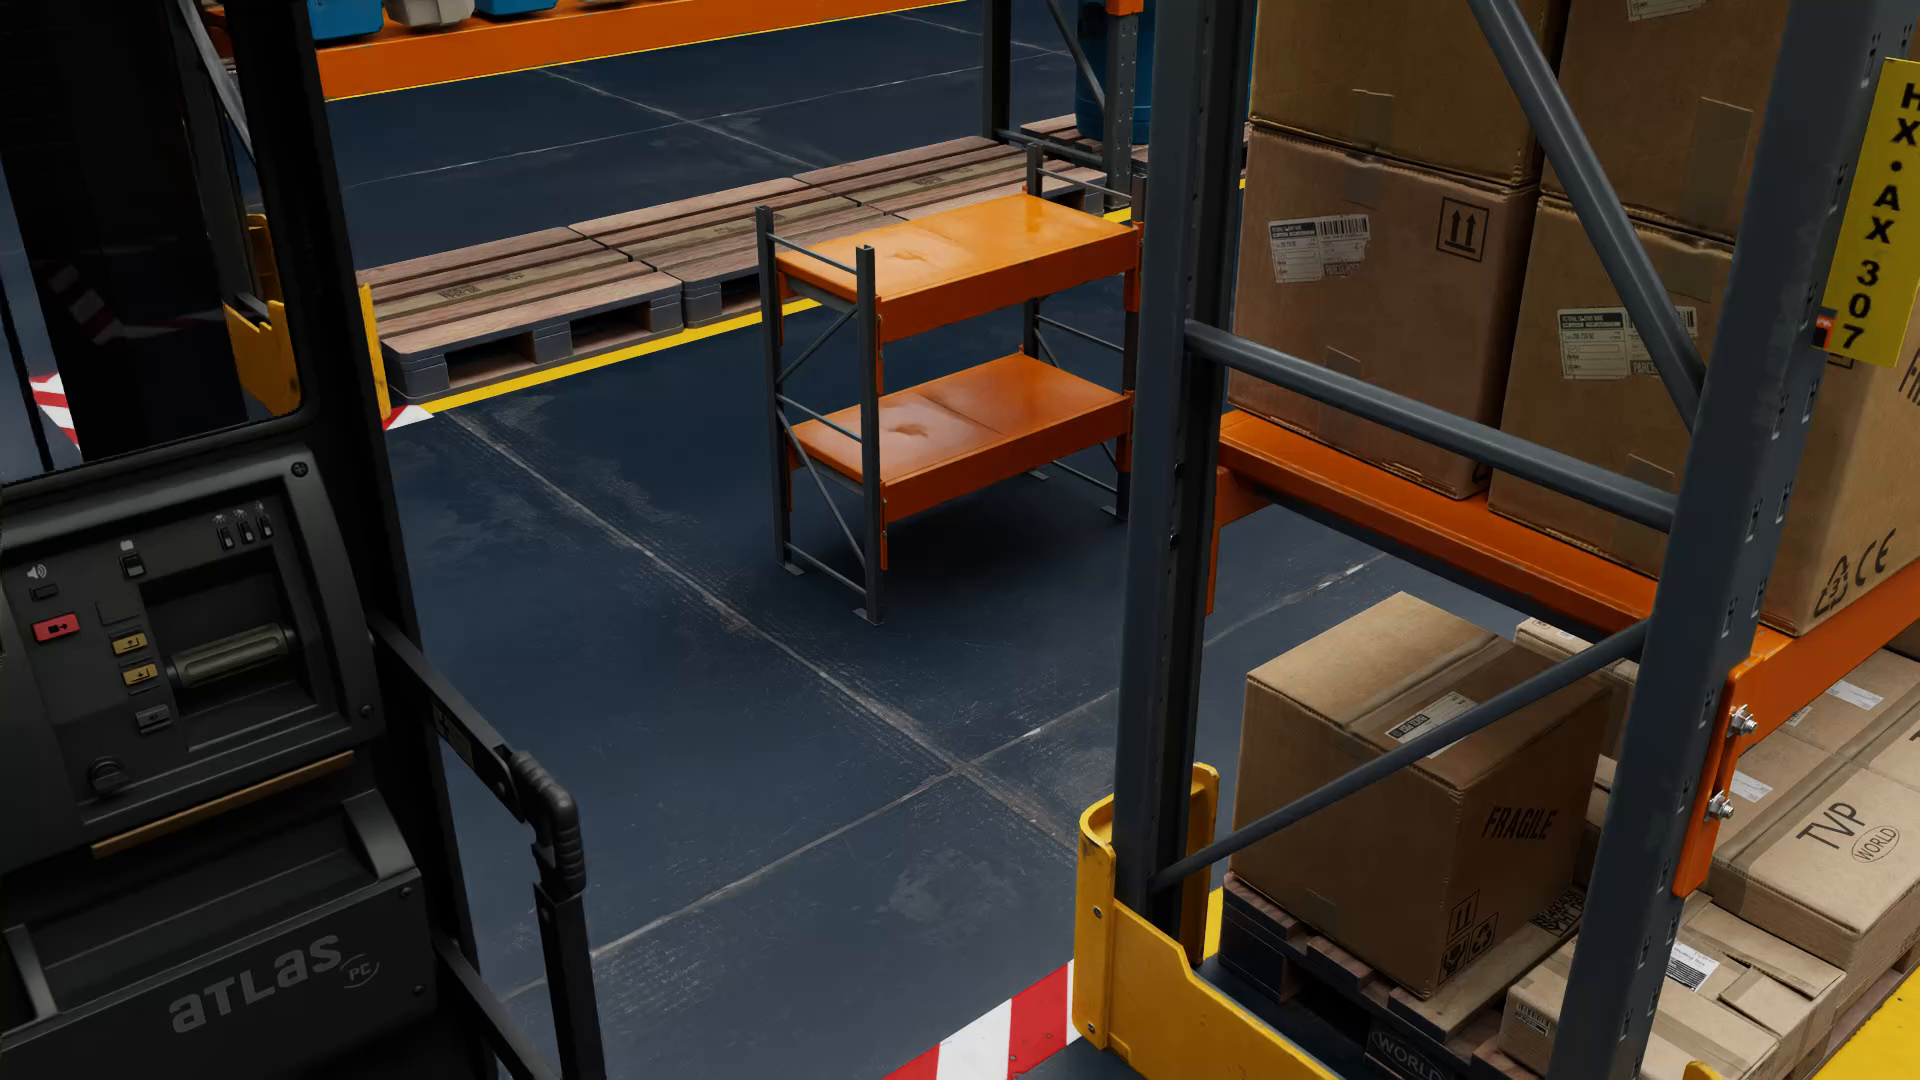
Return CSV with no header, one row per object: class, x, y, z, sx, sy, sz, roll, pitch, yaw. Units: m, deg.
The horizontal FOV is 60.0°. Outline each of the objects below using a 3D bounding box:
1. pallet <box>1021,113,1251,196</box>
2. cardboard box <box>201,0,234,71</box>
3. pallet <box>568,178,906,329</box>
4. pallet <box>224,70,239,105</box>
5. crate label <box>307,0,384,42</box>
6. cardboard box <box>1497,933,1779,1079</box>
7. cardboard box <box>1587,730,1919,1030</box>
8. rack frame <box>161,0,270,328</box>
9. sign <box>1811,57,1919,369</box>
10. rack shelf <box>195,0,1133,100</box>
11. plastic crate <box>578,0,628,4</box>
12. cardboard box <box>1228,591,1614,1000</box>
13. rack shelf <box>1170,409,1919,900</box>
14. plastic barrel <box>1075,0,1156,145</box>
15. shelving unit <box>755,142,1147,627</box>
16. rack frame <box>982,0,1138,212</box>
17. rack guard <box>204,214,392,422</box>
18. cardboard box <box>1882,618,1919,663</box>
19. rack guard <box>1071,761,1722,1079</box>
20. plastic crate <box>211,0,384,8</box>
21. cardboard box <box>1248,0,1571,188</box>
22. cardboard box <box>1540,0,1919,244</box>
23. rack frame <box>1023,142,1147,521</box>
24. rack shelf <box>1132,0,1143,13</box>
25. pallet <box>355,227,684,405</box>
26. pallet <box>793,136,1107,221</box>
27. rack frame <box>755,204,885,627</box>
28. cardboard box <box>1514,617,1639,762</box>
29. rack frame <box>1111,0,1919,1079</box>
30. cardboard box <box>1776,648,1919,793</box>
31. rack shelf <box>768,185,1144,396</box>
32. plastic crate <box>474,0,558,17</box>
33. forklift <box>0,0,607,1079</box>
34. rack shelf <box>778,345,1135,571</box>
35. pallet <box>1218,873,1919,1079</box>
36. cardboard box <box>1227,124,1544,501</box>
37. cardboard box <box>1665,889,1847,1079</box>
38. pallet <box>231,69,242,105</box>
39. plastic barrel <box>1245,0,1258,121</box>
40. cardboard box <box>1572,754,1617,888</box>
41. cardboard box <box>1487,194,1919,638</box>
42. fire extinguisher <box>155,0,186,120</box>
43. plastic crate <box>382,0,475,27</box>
pallet,1.099,-2.156,9.061,1.213,0.211,1.003,-22,35,-35
cardboard box,-4.645,-3.468,10.366,0.875,0.875,0.875,-22,35,-35
pallet,-0.978,-1.321,7.498,1.213,0.211,1.003,-22,35,-35
pallet,-5.215,-2.760,10.190,1.213,0.211,1.003,-22,35,-35
crate label,-2.156,-1.851,5.646,0.303,0.233,0.416,-22,35,-35
cardboard box,1.196,0.895,2.952,0.250,0.149,0.380,-22,35,-35
cardboard box,1.632,0.637,3.326,0.500,0.250,0.500,-22,35,-35
rack frame,-2.558,-1.941,5.700,0.127,3.000,1.000,-22,35,-35
sign,1.007,-0.351,1.806,0.005,0.325,0.100,-22,35,-35
rack shelf,-1.036,-2.236,7.014,4.000,0.370,1.077,-22,35,-35
plastic crate,-1.342,-2.085,6.185,0.298,0.136,0.250,-22,35,-35
cardboard box,0.908,0.490,3.336,0.500,0.500,0.500,-22,35,-35
rack shelf,2.176,-0.458,3.689,4.000,0.370,1.077,-22,35,-35
plastic barrel,0.910,-2.585,8.685,0.708,0.901,0.600,-22,35,-35
shelving unit,-0.005,-0.494,4.981,1.048,1.125,0.538,-22,35,-35
rack frame,0.485,-3.165,7.990,0.127,3.000,1.000,-22,35,-35
rack guard,-2.568,-0.827,6.267,0.348,0.500,1.175,-22,35,-35
cardboard box,2.271,0.096,4.070,0.637,0.503,0.797,-22,35,-35
rack guard,0.712,0.915,3.007,0.348,0.500,1.175,-22,35,-35
plastic crate,-2.424,-2.153,5.994,0.499,0.435,0.616,-22,35,-35
cardboard box,0.814,-0.884,2.554,0.500,0.500,0.500,-22,35,-35
cardboard box,1.163,-0.690,2.192,0.500,0.500,0.500,-21,34,-33
rack frame,0.382,-0.650,5.272,0.032,1.125,0.500,-22,35,-35
rack shelf,2.007,-3.459,9.304,4.000,0.370,1.077,-22,35,-35
pallet,-1.905,-0.950,6.803,1.213,0.211,1.003,-22,35,-35
pallet,-0.049,-1.696,8.200,1.213,0.211,1.003,-22,35,-35
rack frame,-0.392,-0.339,4.690,0.032,1.125,0.500,-22,35,-35
cardboard box,1.650,0.320,3.919,0.500,0.250,0.500,-22,35,-35
rack frame,0.654,-0.164,2.374,0.127,3.000,1.000,-22,35,-35
cardboard box,2.013,0.484,3.612,0.500,0.250,0.500,-22,35,-35
rack shelf,-0.005,-0.752,4.843,1.000,0.278,0.538,-22,35,-35
plastic crate,-1.655,-2.053,6.022,0.300,0.233,0.416,-22,35,-35
forklift,-1.023,0.221,1.727,1.130,2.935,3.031,-21,34,-33
rack shelf,-0.005,-0.278,5.096,1.000,0.278,0.538,-22,35,-35
pallet,1.318,0.799,3.532,1.213,0.211,1.003,-22,35,-35
cardboard box,0.818,-0.443,2.790,0.500,0.500,0.500,-21,34,-33
cardboard box,1.386,0.810,3.091,0.250,0.166,0.380,-22,35,-35
pallet,-4.287,-3.131,10.885,1.213,0.211,1.003,-22,35,-35
plastic barrel,1.449,-2.801,9.090,0.708,0.901,0.600,-22,35,-35
cardboard box,1.275,0.545,3.586,0.250,0.166,0.380,-22,35,-35
cardboard box,1.163,-0.249,2.428,0.500,0.500,0.500,-21,35,-34
fire extinguisher,-2.967,-1.859,6.025,0.183,0.674,0.296,-22,35,-35
plastic crate,-1.859,-1.877,5.796,0.298,0.136,0.250,-22,35,-35
